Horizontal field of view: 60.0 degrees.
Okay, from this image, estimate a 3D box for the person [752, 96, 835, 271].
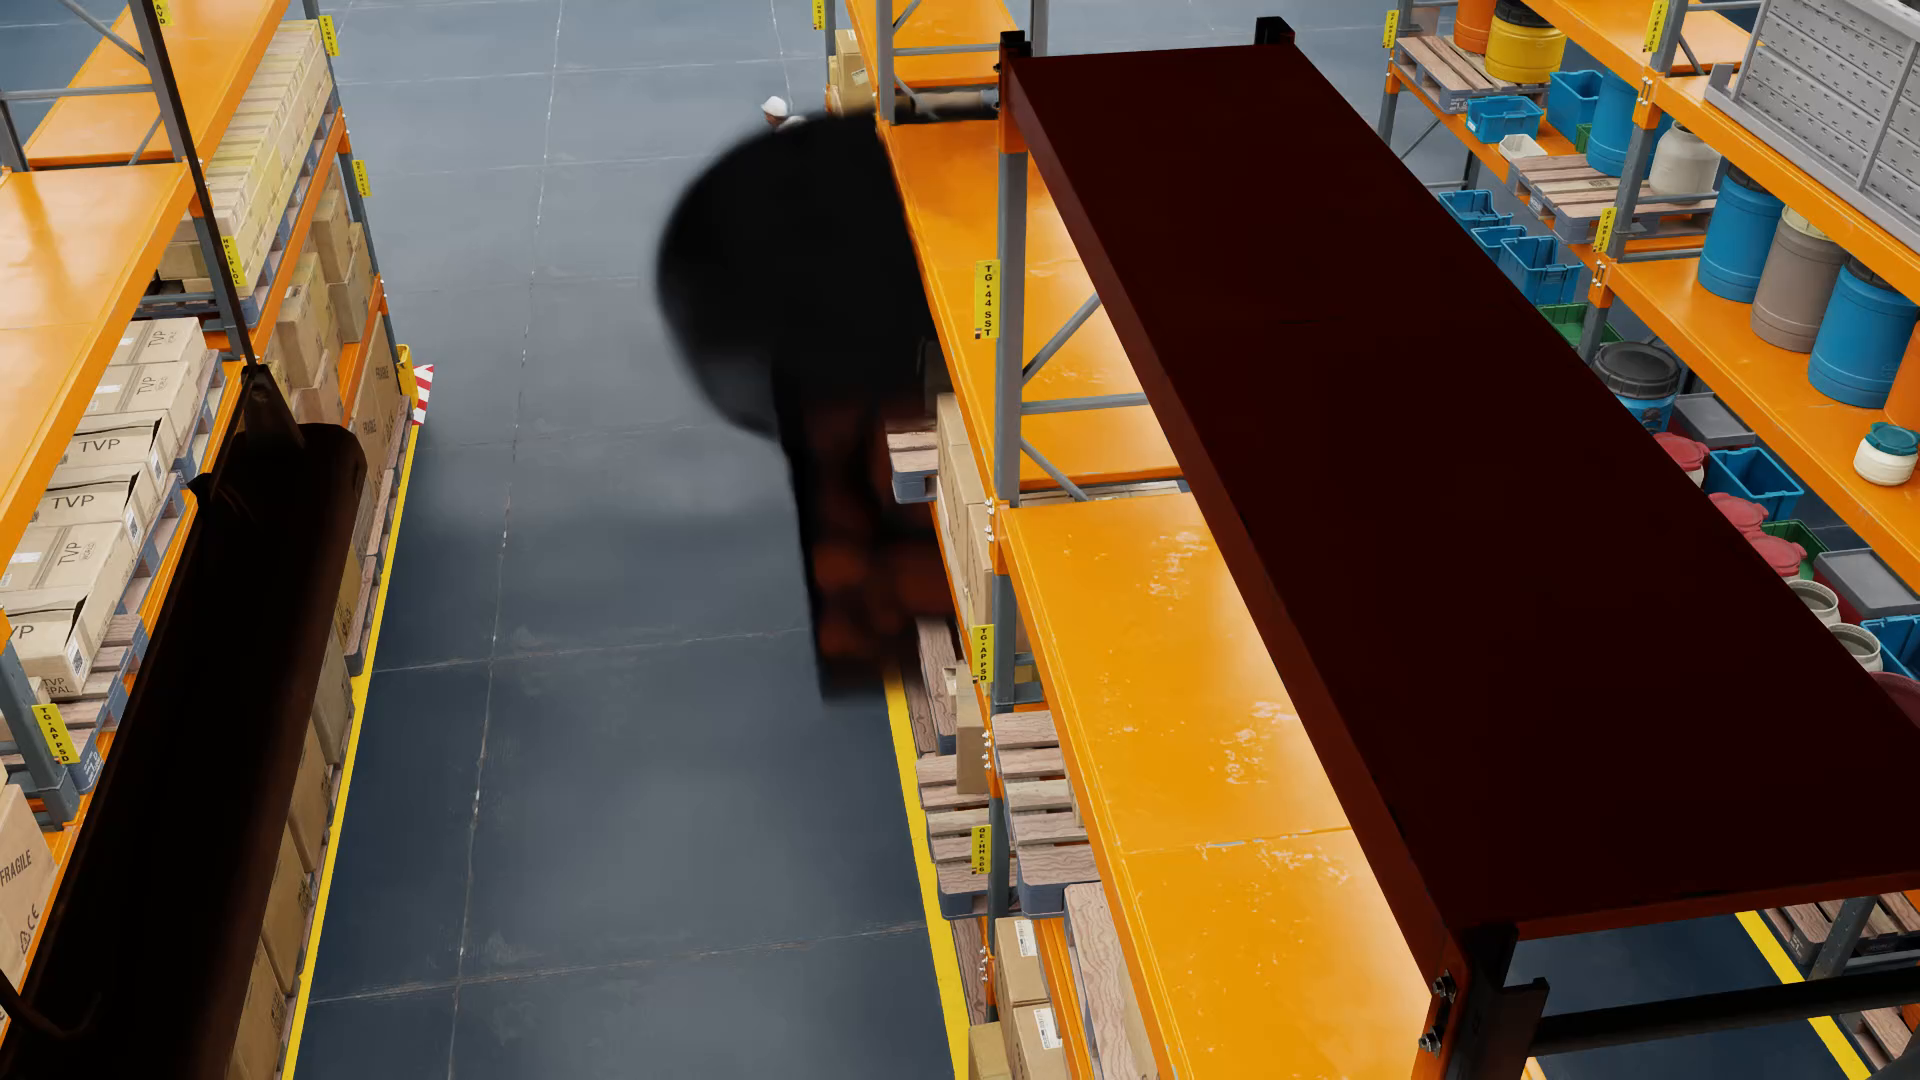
[{"bbox_3d":[-1.699,-3.621,16.845,1.044,1.761,0.736,14,39,19],"label":"person"}]
